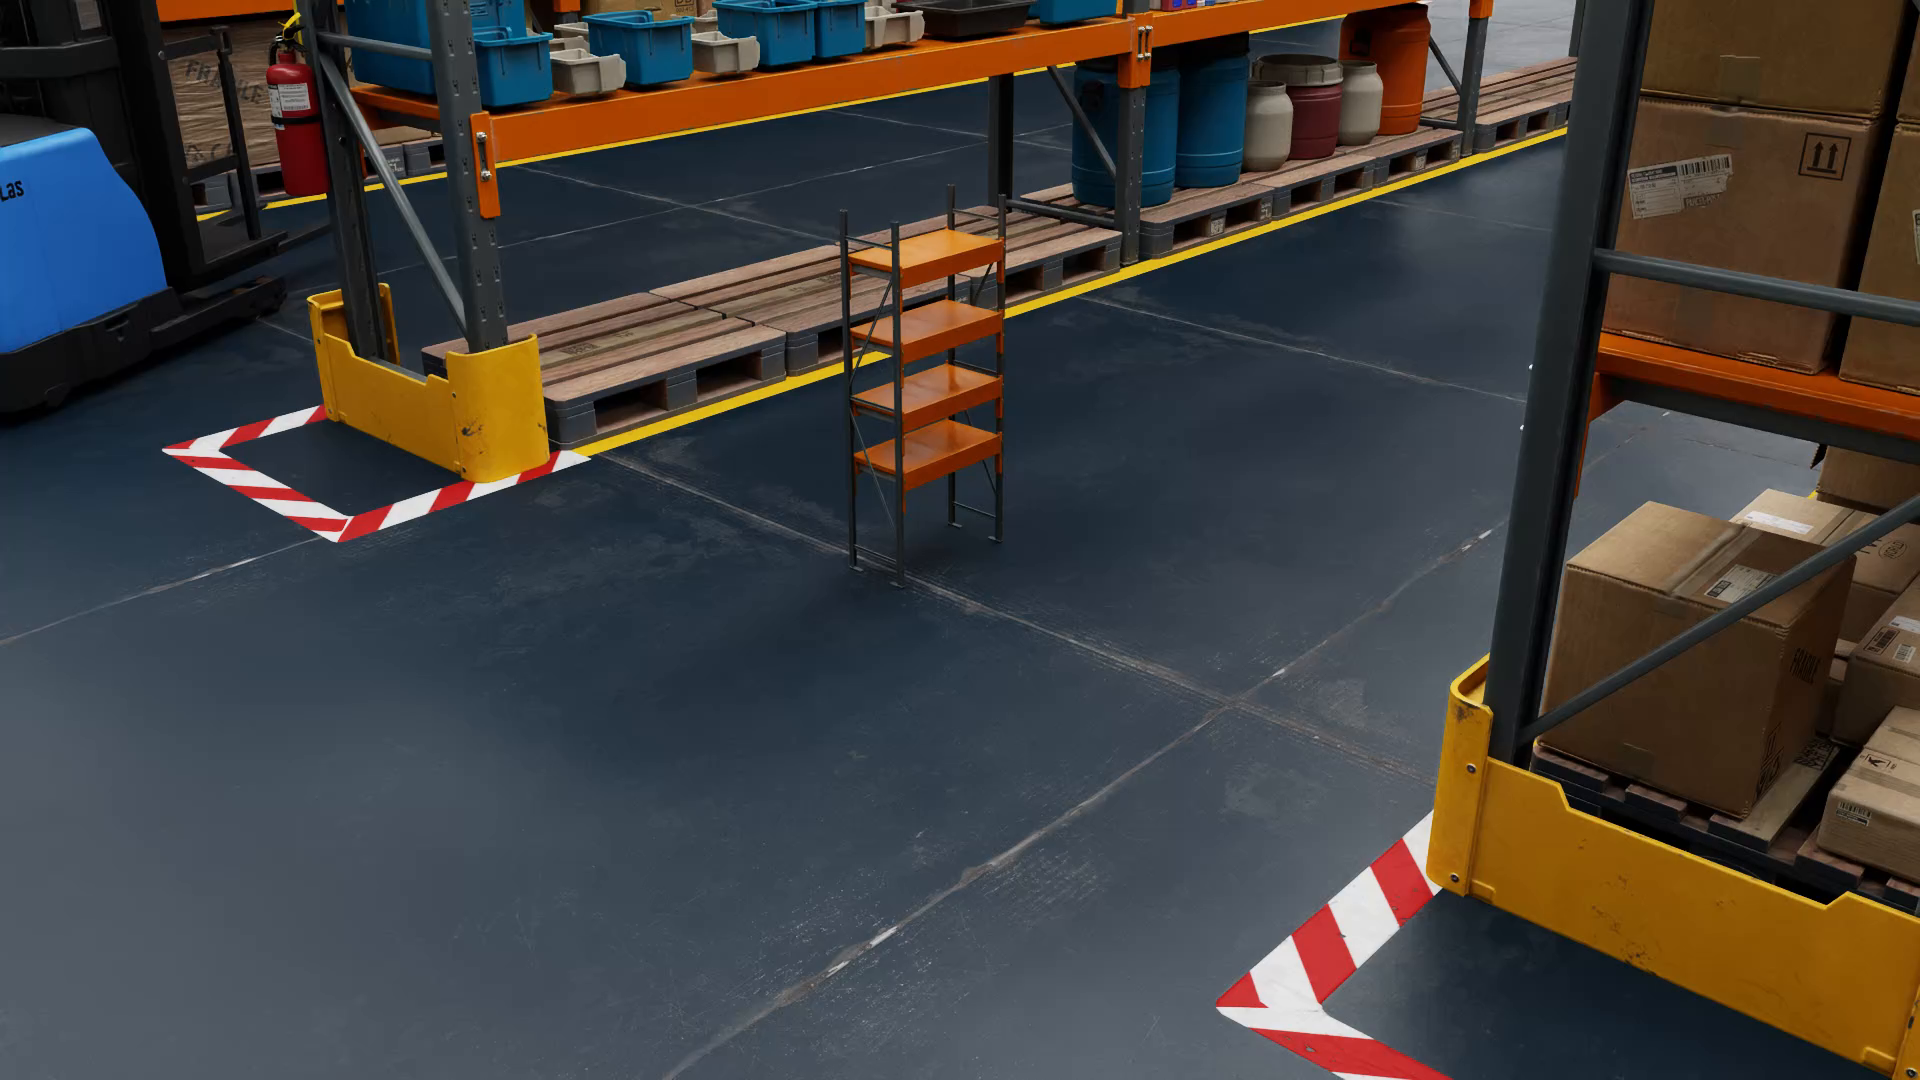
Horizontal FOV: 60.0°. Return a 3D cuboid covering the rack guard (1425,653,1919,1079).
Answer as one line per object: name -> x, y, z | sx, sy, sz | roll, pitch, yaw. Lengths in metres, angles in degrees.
rack guard -> 1.636, 0.680, 3.623 | 1.175, 0.500, 0.348 | 20, 31, 38

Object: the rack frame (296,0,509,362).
rack frame -> -2.101, -1.792, 6.079 | 1.000, 3.000, 0.127 | 20, 31, 38

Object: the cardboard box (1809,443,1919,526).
cardboard box -> 3.005, -0.144, 4.919 | 0.797, 0.503, 0.637 | 20, 31, 38

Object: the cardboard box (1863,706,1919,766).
cardboard box -> 2.288, 0.544, 3.795 | 0.380, 0.166, 0.250 | 20, 31, 38

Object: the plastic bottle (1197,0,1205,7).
plastic bottle -> 1.284, -2.996, 9.008 | 0.097, 0.201, 0.097 | 0, 24, 0

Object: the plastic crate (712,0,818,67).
plastic crate -> -0.812, -2.129, 6.963 | 0.416, 0.233, 0.300 | 20, 31, 38

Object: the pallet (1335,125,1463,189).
pallet -> 2.743, -2.705, 11.525 | 1.003, 0.211, 1.213 | 20, 31, 38

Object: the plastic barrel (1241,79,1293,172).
plastic barrel -> 1.860, -2.591, 10.390 | 0.421, 0.512, 0.421 | 0, 24, 0

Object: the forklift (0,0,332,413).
forklift -> -3.999, -2.425, 7.576 | 1.130, 2.935, 3.031 | 5, 25, 11

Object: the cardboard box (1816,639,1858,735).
cardboard box -> 2.102, 0.323, 4.290 | 0.380, 0.166, 0.250 | 20, 31, 38

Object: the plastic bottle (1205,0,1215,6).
plastic bottle -> 1.348, -3.057, 9.059 | 0.097, 0.271, 0.097 | 0, 24, 0

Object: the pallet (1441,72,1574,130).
pallet -> 4.599, -3.552, 13.414 | 1.003, 0.211, 1.213 | 20, 31, 38

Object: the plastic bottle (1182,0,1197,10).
plastic bottle -> 1.220, -2.993, 8.901 | 0.061, 0.283, 0.133 | 20, 31, 38

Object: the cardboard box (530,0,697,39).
cardboard box -> -2.708, -3.785, 12.610 | 1.225, 0.875, 0.875 | 20, 31, 38

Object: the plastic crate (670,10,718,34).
plastic crate -> -1.136, -2.268, 7.390 | 0.298, 0.136, 0.250 | 20, 31, 38

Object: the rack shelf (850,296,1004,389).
rack shelf -> -0.110, -0.640, 5.328 | 0.258, 0.148, 0.480 | 20, 31, 38

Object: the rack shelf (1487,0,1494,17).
rack shelf -> 4.573, -4.510, 13.022 | 1.077, 0.370, 4.000 | 20, 31, 38

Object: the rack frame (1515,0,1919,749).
rack frame -> 1.588, -0.437, 3.058 | 0.949, 2.616, 0.053 | 20, 31, 38

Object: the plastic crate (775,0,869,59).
plastic crate -> -0.612, -2.220, 7.167 | 0.416, 0.233, 0.300 | 20, 31, 38

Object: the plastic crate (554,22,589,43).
plastic crate -> -1.487, -2.081, 6.973 | 0.396, 0.136, 0.243 | 20, 31, 38

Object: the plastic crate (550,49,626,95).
plastic crate -> -1.415, -1.759, 6.256 | 0.250, 0.136, 0.298 | 20, 31, 38

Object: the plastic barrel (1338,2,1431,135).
plastic barrel -> 2.924, -3.277, 11.531 | 0.600, 0.830, 0.708 | 20, 31, 38

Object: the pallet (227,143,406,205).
pallet -> -4.500, -2.506, 11.082 | 1.003, 0.211, 1.213 | 20, 31, 38

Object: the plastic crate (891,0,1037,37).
plastic crate -> 0.022, -2.498, 7.917 | 0.437, 0.125, 0.590 | 20, 31, 38

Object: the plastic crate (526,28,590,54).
plastic crate -> -1.692, -1.996, 6.785 | 0.396, 0.136, 0.243 | 20, 31, 38

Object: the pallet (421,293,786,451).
pallet -> -1.522, -0.760, 7.187 | 1.003, 0.211, 1.213 | 20, 31, 38

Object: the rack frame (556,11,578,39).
rack frame -> -3.120, -4.363, 11.814 | 1.000, 3.000, 0.127 | 20, 31, 38

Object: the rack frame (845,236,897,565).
rack frame -> -0.274, -0.423, 5.227 | 0.228, 1.046, 0.006 | 20, 31, 38

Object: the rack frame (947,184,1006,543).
rack frame -> 0.052, -0.571, 5.558 | 0.240, 1.200, 0.015 | 20, 31, 38

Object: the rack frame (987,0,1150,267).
rack frame -> 0.569, -3.010, 8.797 | 1.000, 3.000, 0.127 | 20, 31, 38

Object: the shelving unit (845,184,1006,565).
shelving unit -> -0.109, -0.498, 5.394 | 0.258, 1.200, 0.499 | 20, 31, 38

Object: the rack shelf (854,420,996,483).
rack shelf -> -0.110, -0.290, 5.485 | 0.221, 0.050, 0.457 | 20, 31, 38

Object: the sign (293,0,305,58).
sign -> -2.521, -2.011, 6.370 | 0.100, 0.325, 0.005 | 20, 31, 38

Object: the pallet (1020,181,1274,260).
pallet -> 1.115, -1.962, 9.867 | 1.003, 0.211, 1.213 | 20, 31, 38

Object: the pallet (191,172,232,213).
pallet -> -5.314, -2.136, 10.257 | 1.003, 0.211, 1.213 | 20, 31, 38

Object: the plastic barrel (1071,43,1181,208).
plastic barrel -> 0.944, -2.405, 9.500 | 0.600, 0.901, 0.708 | 20, 31, 38

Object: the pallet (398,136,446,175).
pallet -> -3.686, -2.880, 11.915 | 1.003, 0.211, 1.213 | 20, 31, 38

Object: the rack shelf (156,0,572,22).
rack shelf -> -4.455, -3.425, 10.602 | 1.077, 0.370, 4.000 | 20, 31, 38

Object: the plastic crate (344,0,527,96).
plastic crate -> -2.017, -1.988, 6.401 | 0.616, 0.435, 0.499 | 20, 31, 38

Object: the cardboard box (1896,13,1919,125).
cardboard box -> 2.078, -1.003, 2.976 | 0.500, 0.500, 0.500 | 21, 32, 39

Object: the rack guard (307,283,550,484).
rack guard -> -2.107, -0.640, 6.566 | 1.175, 0.500, 0.348 | 20, 31, 38

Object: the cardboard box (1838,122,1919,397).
cardboard box -> 2.078, -0.547, 3.181 | 0.500, 0.500, 0.500 | 21, 32, 39

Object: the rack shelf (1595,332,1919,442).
rack shelf -> 2.920, -0.841, 4.512 | 0.919, 0.052, 3.809 | 20, 31, 38

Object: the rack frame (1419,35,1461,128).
rack frame -> 3.236, -4.230, 11.517 | 0.949, 2.616, 0.053 | 20, 31, 38

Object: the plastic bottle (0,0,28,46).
plastic bottle -> -4.099, -1.813, 7.340 | 0.181, 1.395, 0.154 | 20, 31, 38

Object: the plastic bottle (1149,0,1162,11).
plastic bottle -> 1.072, -3.019, 8.877 | 0.144, 0.351, 0.185 | 20, 31, 38

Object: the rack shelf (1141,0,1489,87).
rack shelf -> 1.903, -3.291, 10.304 | 1.077, 0.370, 4.000 | 20, 31, 38

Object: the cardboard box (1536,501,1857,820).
cardboard box -> 1.765, 0.269, 4.001 | 0.500, 0.500, 0.500 | 20, 31, 38
